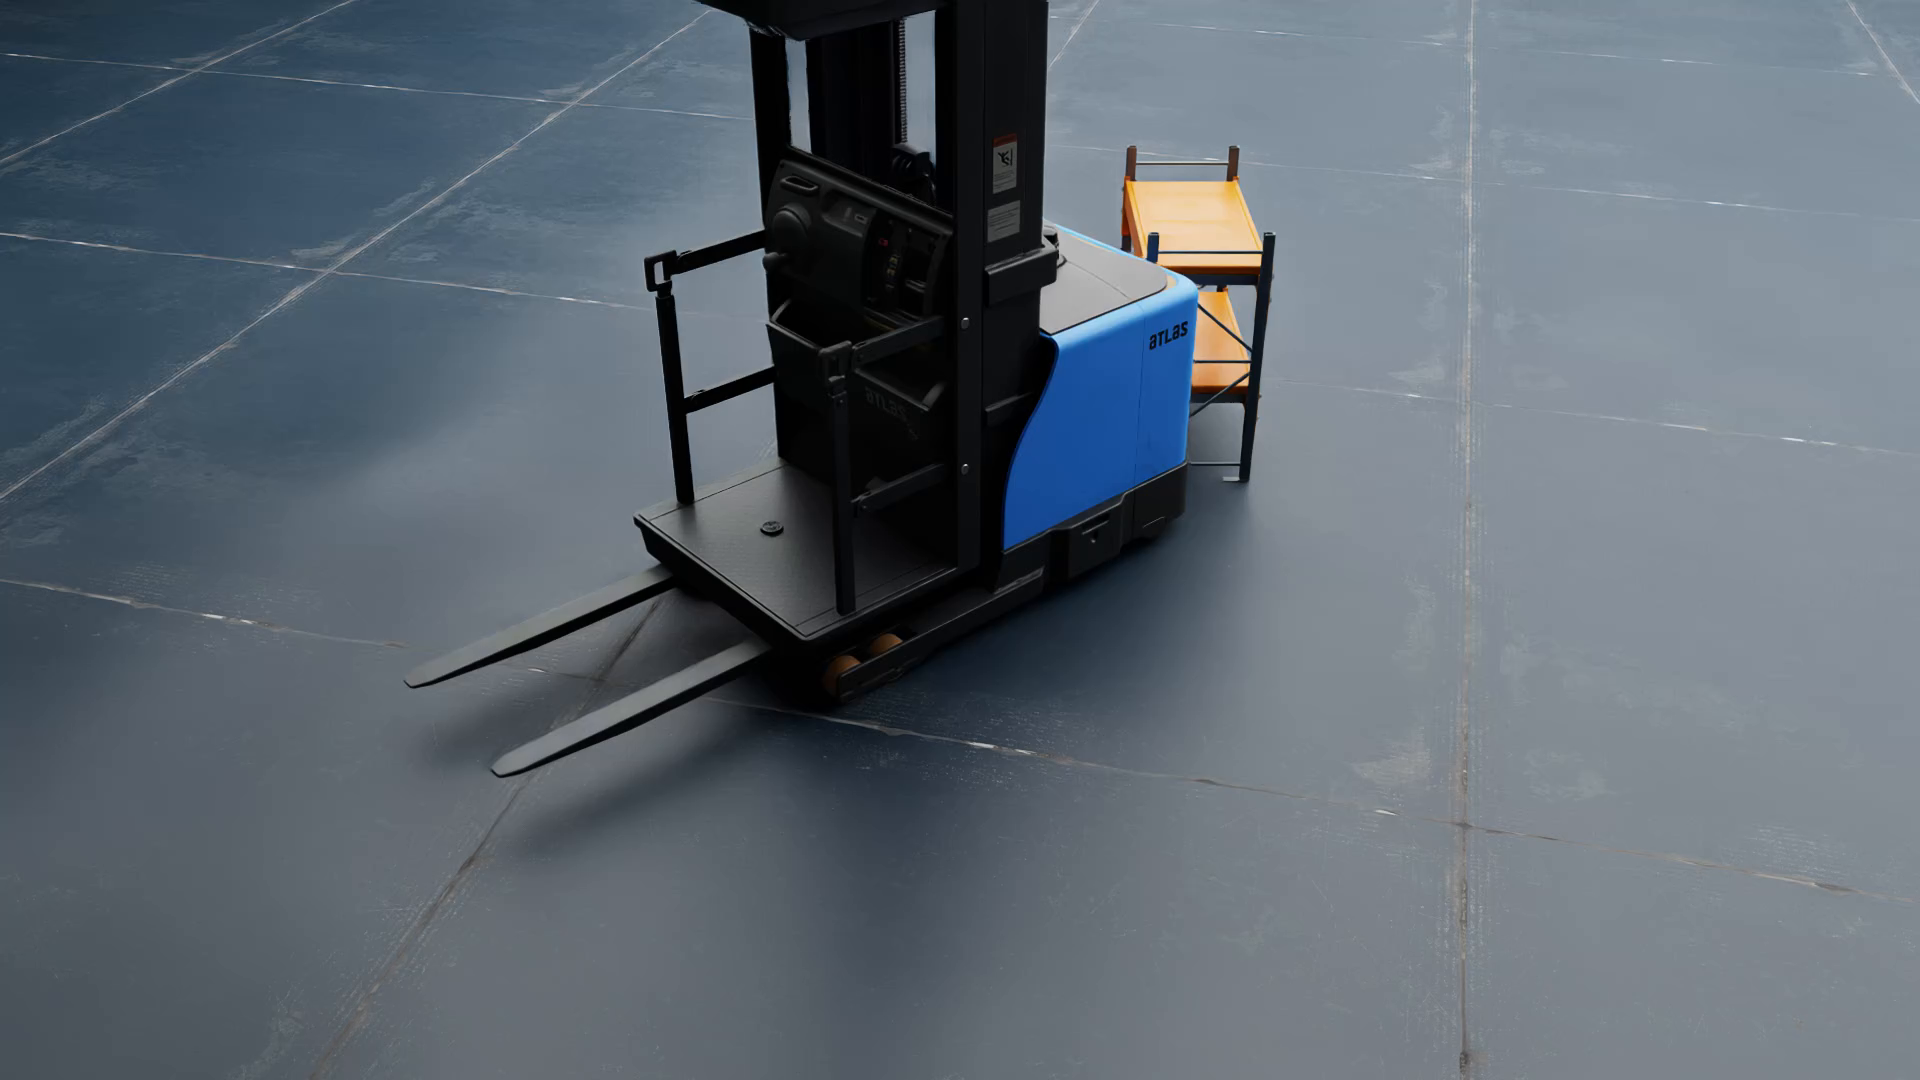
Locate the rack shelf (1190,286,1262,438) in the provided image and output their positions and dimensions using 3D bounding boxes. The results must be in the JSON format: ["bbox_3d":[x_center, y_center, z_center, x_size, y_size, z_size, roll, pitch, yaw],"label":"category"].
[{"bbox_3d":[0.994,-0.800,7.416,0.538,0.278,1.000,0,32,0],"label":"rack shelf"}]

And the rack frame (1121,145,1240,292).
[{"bbox_3d":[0.995,-1.279,7.714,0.500,1.125,0.032,0,32,0],"label":"rack frame"}]

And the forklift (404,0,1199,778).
[{"bbox_3d":[-0.518,-0.981,5.562,3.031,2.935,1.130,-25,40,-34],"label":"forklift"}]

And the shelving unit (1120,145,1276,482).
[{"bbox_3d":[0.994,-1.006,7.285,0.538,1.125,1.048,0,32,0],"label":"shelving unit"}]

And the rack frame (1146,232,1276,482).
[{"bbox_3d":[0.993,-0.734,6.856,0.500,1.125,0.032,0,32,0],"label":"rack frame"}]

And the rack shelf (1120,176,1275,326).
[{"bbox_3d":[0.994,-1.253,7.128,0.538,0.278,1.000,0,32,0],"label":"rack shelf"}]
